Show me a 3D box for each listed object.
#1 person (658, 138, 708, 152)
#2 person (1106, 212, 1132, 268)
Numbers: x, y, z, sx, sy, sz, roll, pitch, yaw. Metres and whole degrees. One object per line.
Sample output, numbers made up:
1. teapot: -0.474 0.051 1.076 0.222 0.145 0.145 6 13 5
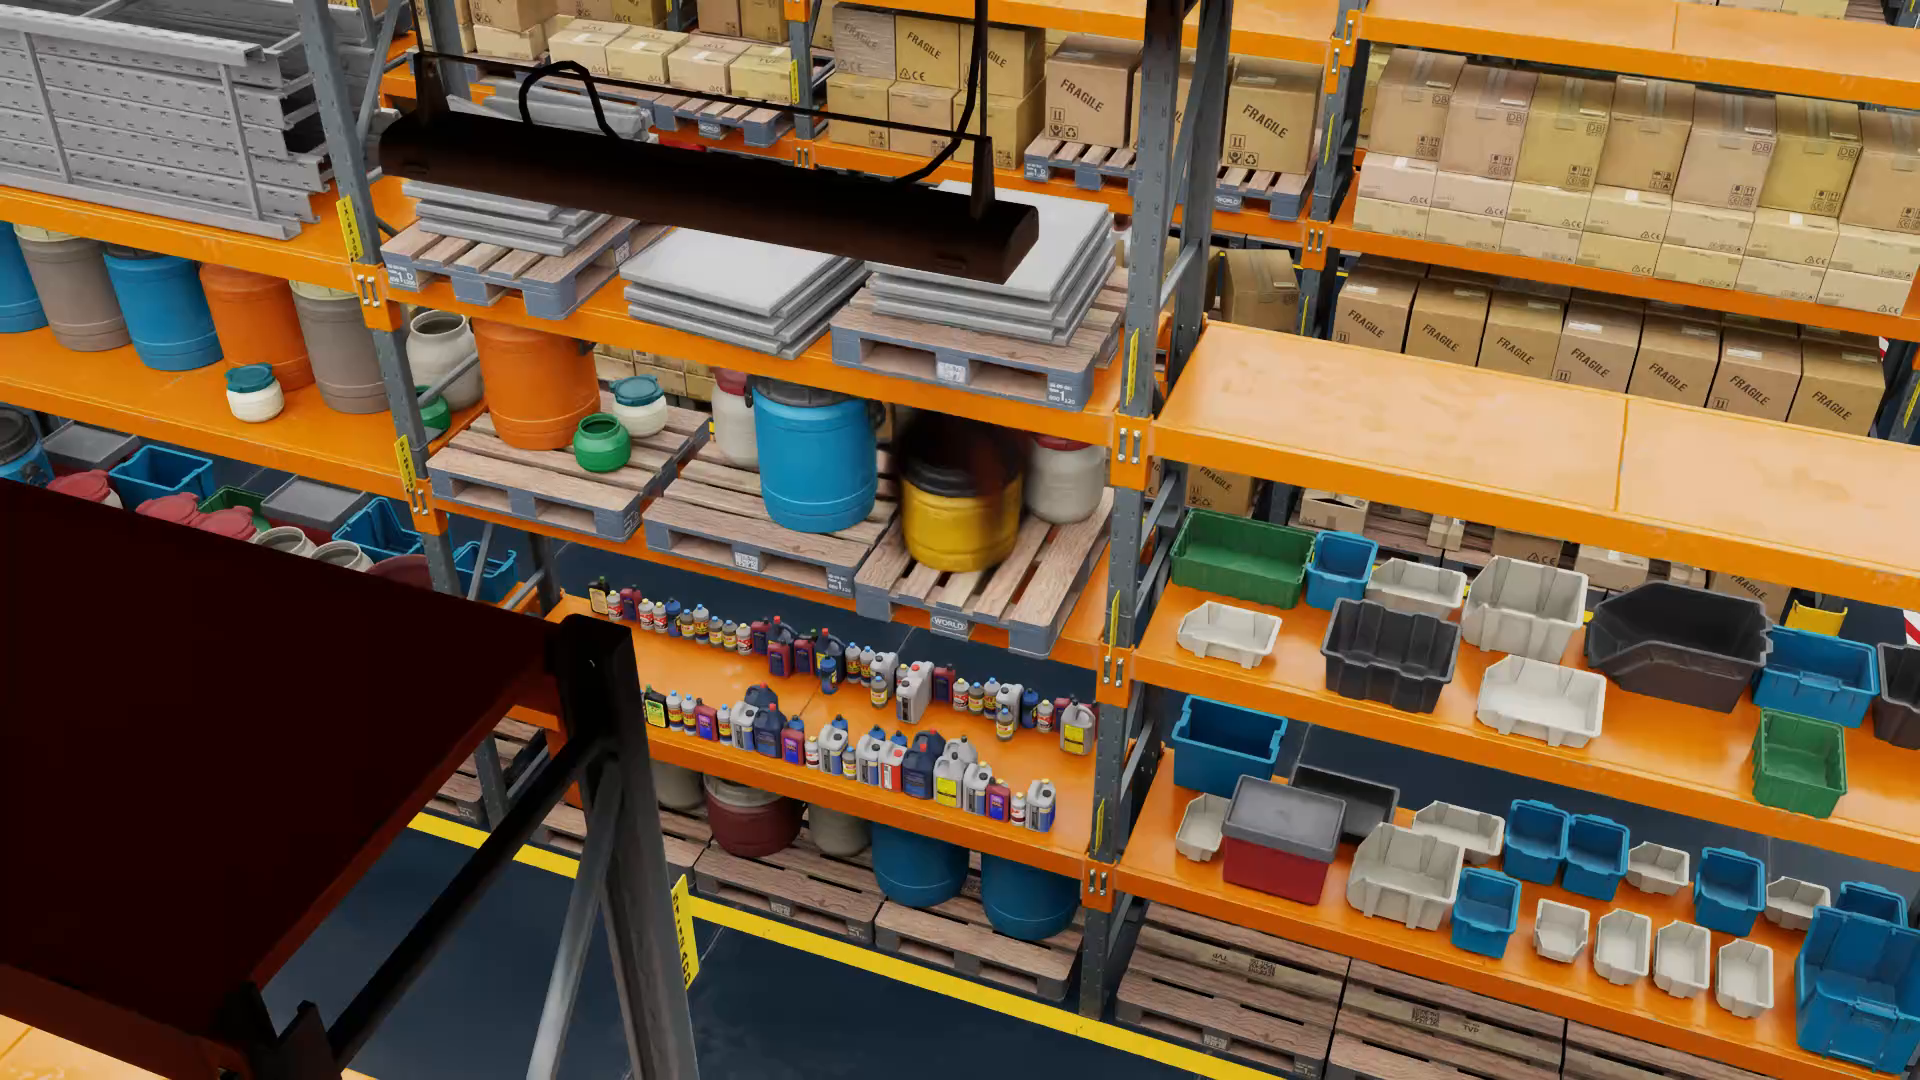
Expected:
1. person: -2.778 -3.578 16.764 0.540 1.711 0.534 -27 44 -31
2. person: 1.432 -2.307 15.026 0.474 1.786 0.629 -24 43 -29
